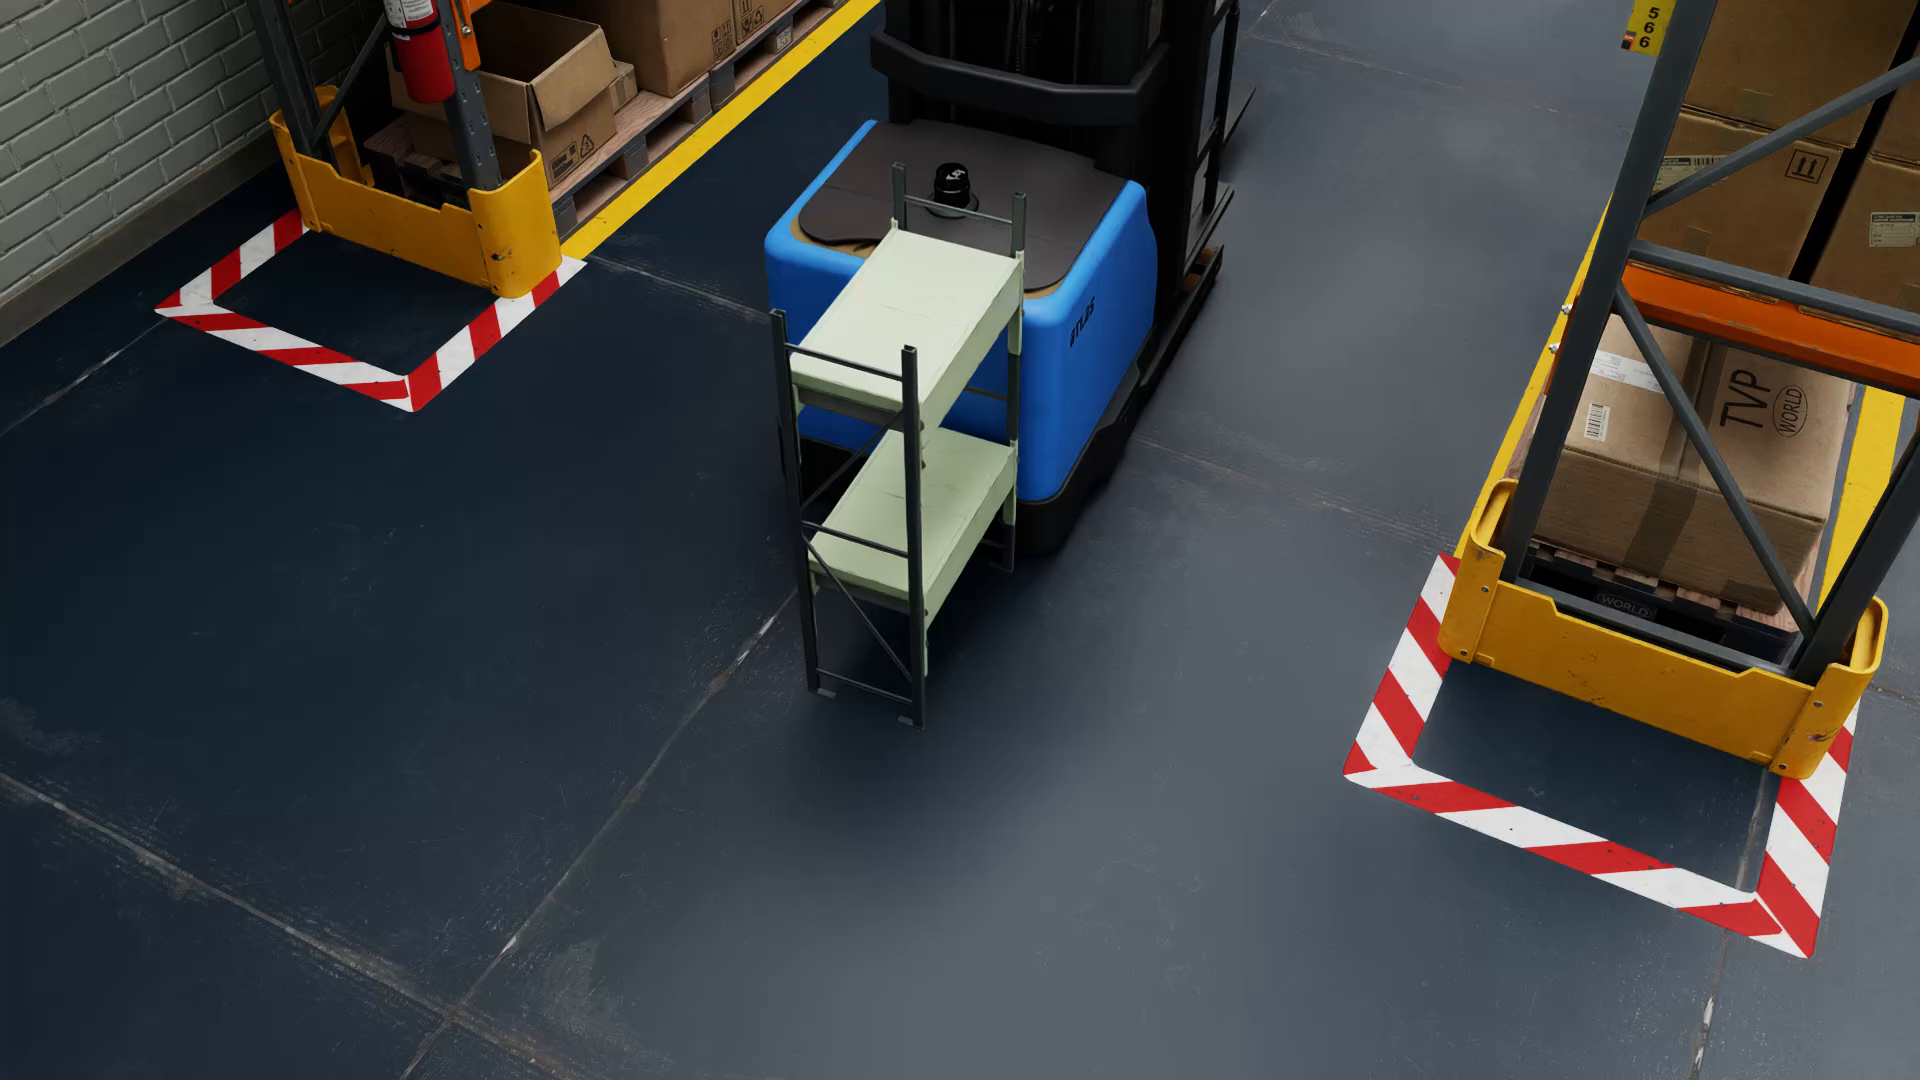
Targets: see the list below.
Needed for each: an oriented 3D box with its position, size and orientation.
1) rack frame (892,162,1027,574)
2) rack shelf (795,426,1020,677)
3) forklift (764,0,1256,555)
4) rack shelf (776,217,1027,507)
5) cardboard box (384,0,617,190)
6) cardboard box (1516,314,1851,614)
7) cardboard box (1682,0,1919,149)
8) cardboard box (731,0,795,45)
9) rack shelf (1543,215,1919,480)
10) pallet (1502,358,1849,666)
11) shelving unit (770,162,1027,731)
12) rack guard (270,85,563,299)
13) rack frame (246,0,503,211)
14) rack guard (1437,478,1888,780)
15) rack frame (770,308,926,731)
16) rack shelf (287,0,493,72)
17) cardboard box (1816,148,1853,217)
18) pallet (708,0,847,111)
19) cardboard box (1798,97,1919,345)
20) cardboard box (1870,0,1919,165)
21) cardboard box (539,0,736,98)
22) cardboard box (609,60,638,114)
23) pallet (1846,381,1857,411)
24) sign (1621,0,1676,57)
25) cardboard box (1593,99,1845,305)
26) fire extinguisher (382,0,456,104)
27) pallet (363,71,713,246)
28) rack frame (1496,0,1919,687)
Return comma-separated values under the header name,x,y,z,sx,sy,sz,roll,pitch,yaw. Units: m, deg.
name,x,y,z,sx,sy,sz,roll,pitch,yaw
rack frame,-0.004,-0.476,5.166,0.400,1.500,0.023,17,48,16
rack shelf,-0.149,-0.008,5.162,0.431,0.370,0.720,17,48,16
forklift,0.417,-2.041,5.706,1.130,2.935,3.031,17,48,16
rack shelf,-0.149,-0.512,4.652,0.431,0.370,0.720,17,48,16
cardboard box,-1.889,-1.888,6.967,0.797,0.503,0.637,19,48,18
cardboard box,2.359,-0.324,5.467,0.875,0.438,0.875,19,48,18
cardboard box,2.154,-1.397,4.248,0.500,0.500,0.500,22,49,20
cardboard box,-1.124,-2.713,7.784,0.500,0.500,0.500,21,49,20
rack shelf,3.069,-1.635,5.763,1.077,0.370,4.000,20,49,19
pallet,2.443,-0.177,5.777,1.003,0.211,1.213,20,49,19
shelving unit,-0.149,-0.237,4.930,0.431,1.500,0.755,17,48,16
rack guard,-2.222,-1.433,6.815,1.175,0.500,0.348,20,49,19
rack frame,-2.257,-2.264,5.879,1.000,3.000,0.127,20,49,19
rack guard,2.130,0.266,5.136,1.175,0.500,0.348,20,49,19
rack frame,-0.294,0.002,4.694,0.400,1.500,0.023,17,48,16
rack shelf,-1.329,-3.271,7.380,1.077,0.370,4.000,20,49,19
cardboard box,2.828,-1.198,4.755,0.500,0.500,0.500,20,49,19
pallet,-1.285,-2.600,8.171,1.003,0.211,1.213,20,49,19
cardboard box,2.618,-0.871,4.431,0.500,0.500,0.500,20,49,19
cardboard box,2.616,-1.223,4.076,0.500,0.500,0.500,19,48,18
cardboard box,-1.458,-2.413,7.488,0.700,0.500,0.500,22,49,21
cardboard box,-1.658,-2.019,7.345,0.380,0.149,0.250,19,48,18
pallet,3.010,-0.943,6.533,1.003,0.211,1.213,20,49,19
sign,1.667,-1.306,3.951,0.100,0.325,0.005,20,49,19
cardboard box,2.130,-1.054,4.613,0.500,0.500,0.500,21,49,19
fire extinguisher,-1.916,-1.861,5.797,0.296,0.674,0.183,20,49,19
pallet,-1.853,-1.834,7.415,1.003,0.211,1.213,20,49,19
rack frame,2.141,-0.628,4.261,1.000,3.000,0.127,20,49,19
